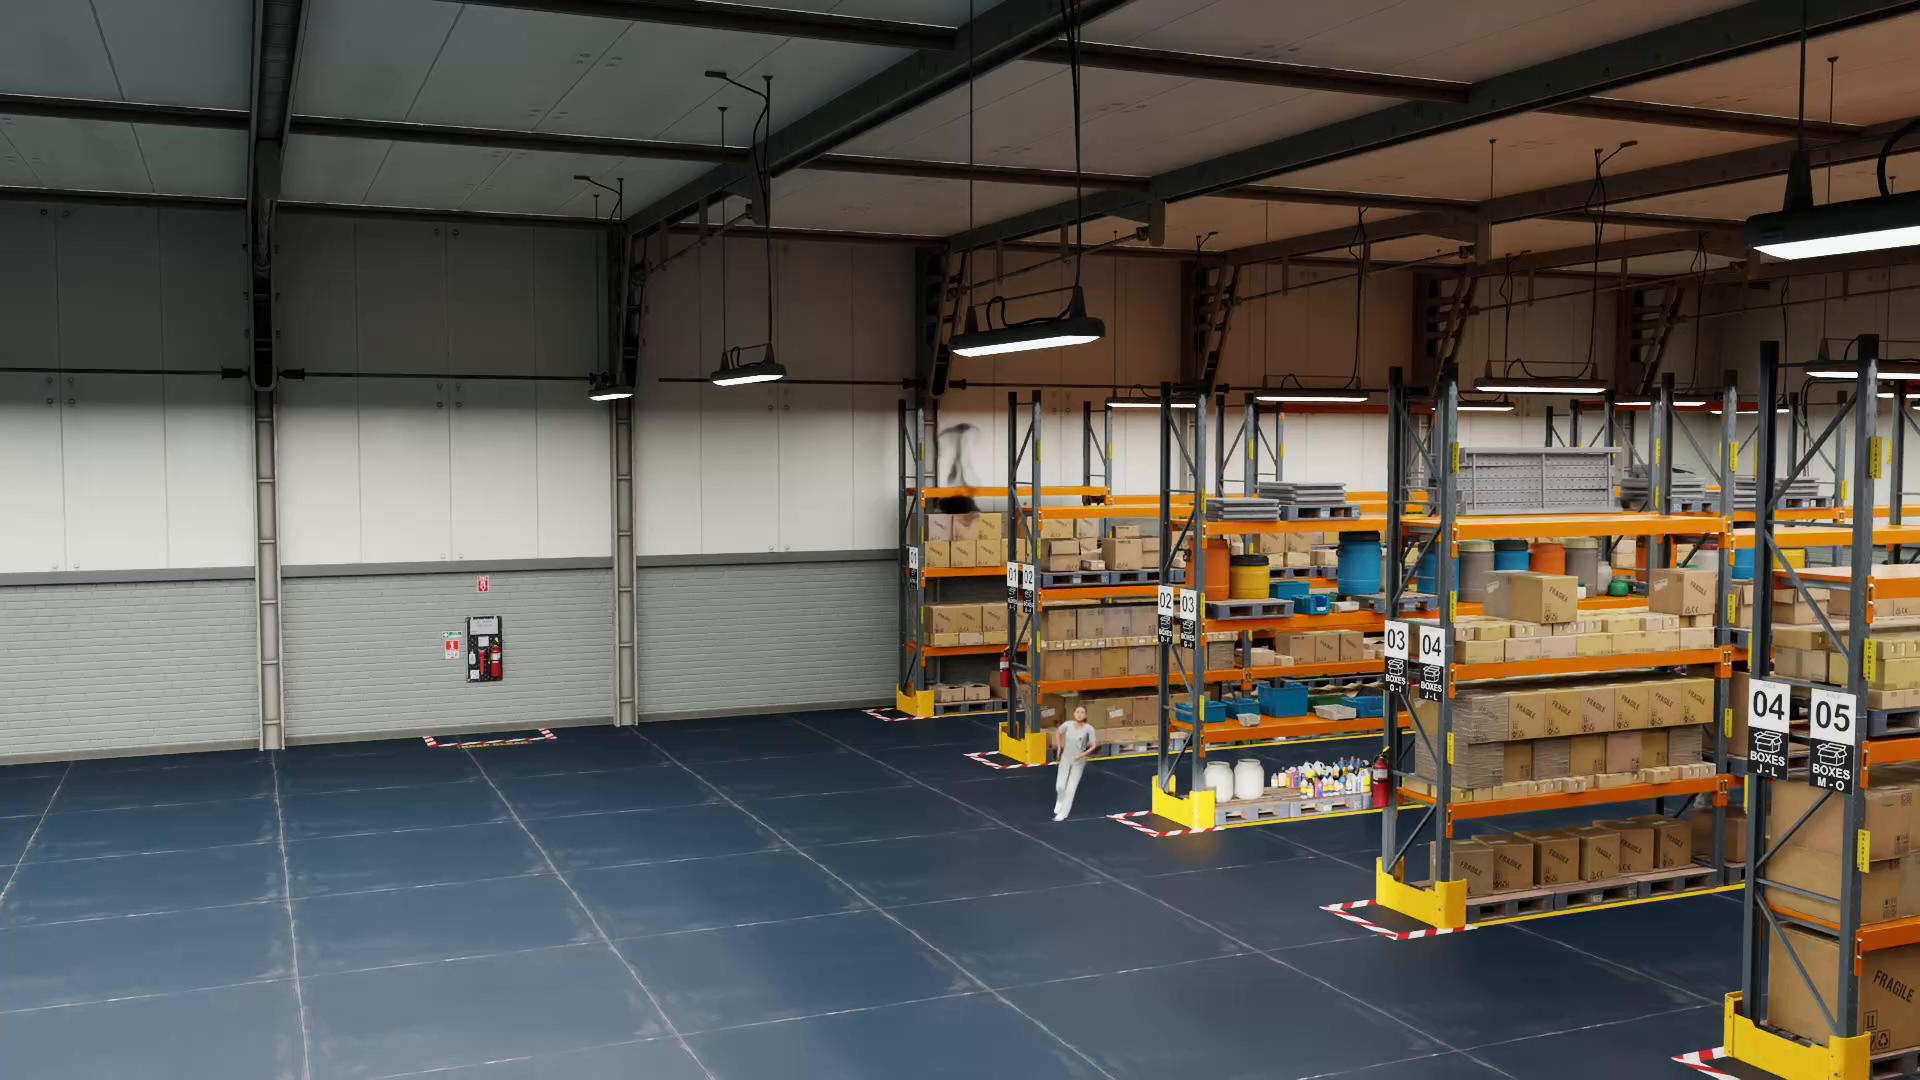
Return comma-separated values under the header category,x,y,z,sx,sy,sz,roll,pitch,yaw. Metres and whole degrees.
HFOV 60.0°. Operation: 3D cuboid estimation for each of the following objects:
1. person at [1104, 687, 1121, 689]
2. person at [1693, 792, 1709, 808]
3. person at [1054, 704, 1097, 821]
category,x,y,z,sx,sy,sz,roll,pitch,yaw
person,2.661,2.551,29.963,0.845,1.678,0.682,-3,4,-39
person,10.373,2.997,22.994,0.936,1.703,0.628,-2,4,-35
person,1.562,3.033,22.632,0.591,1.619,0.499,1,3,12
